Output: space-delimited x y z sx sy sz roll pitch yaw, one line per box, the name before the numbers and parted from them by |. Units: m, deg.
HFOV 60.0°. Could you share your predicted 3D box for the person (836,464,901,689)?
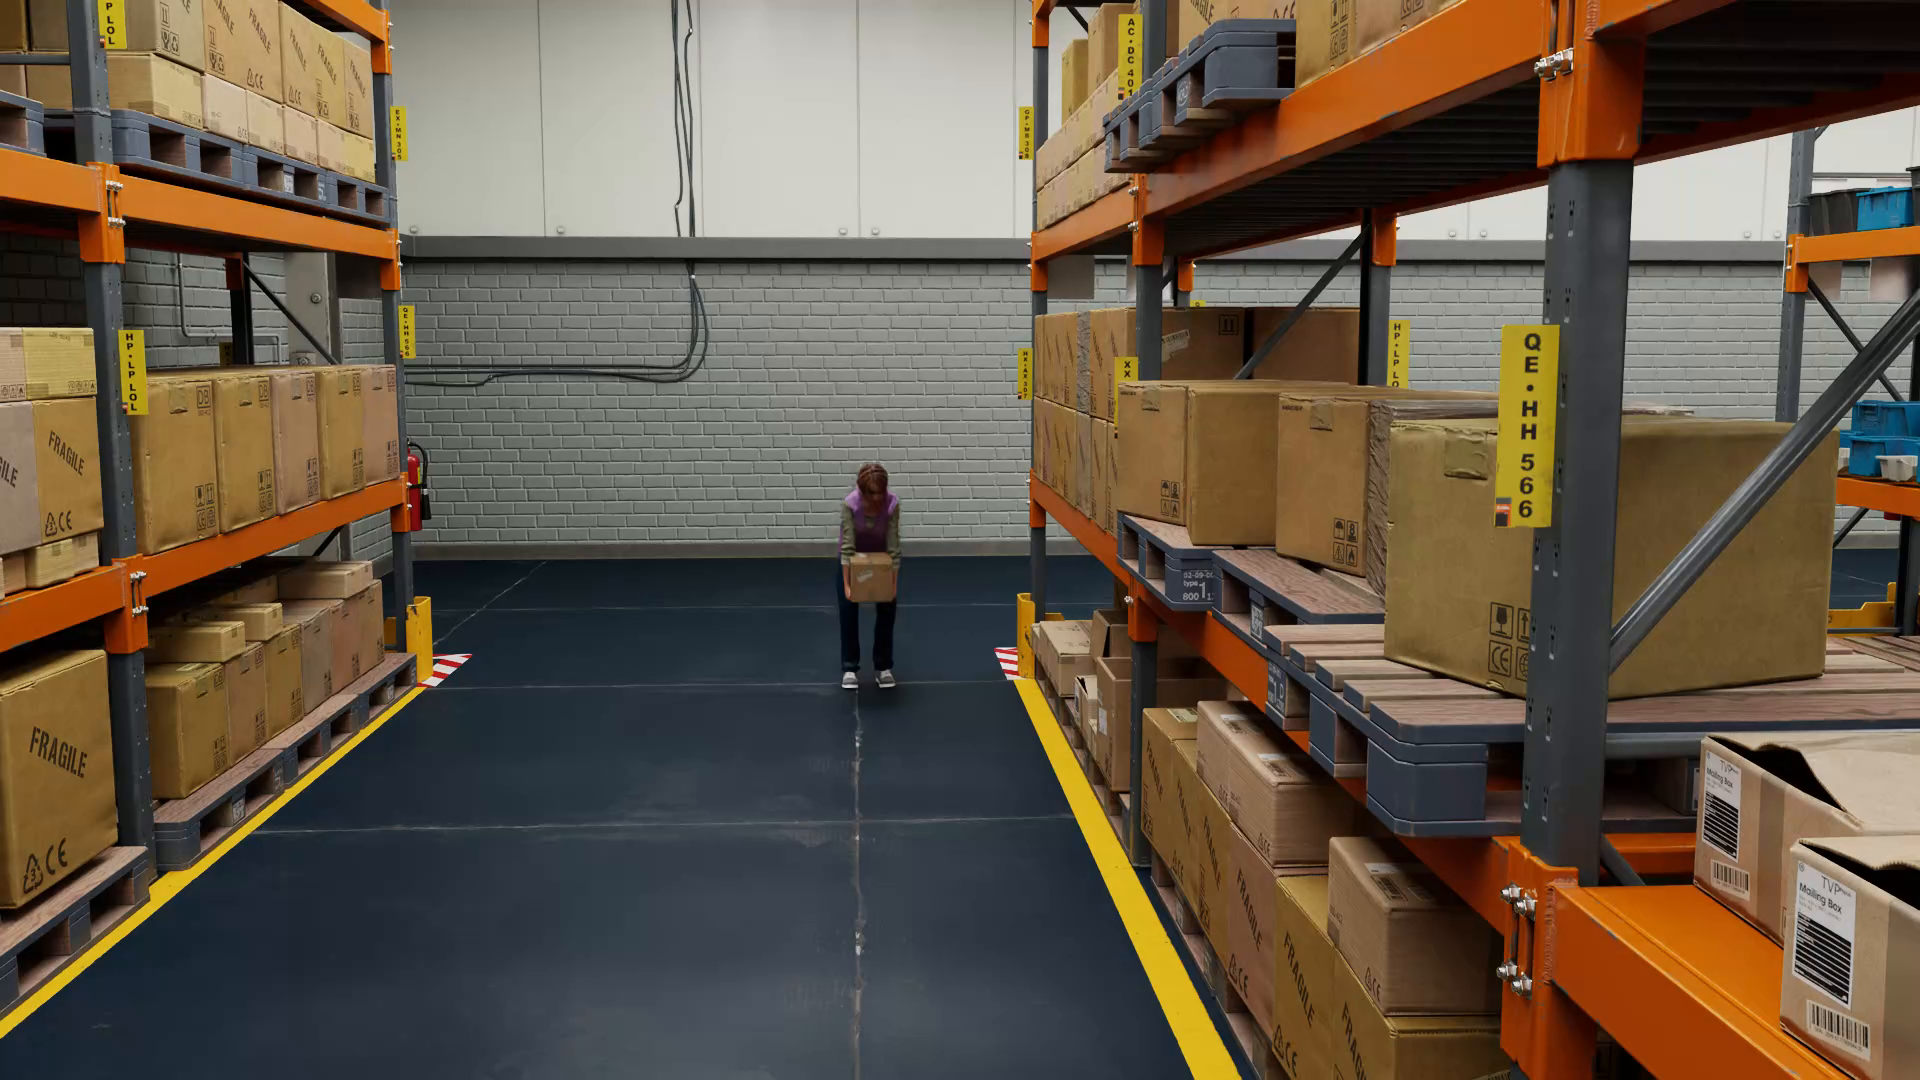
person | -0.560 0.234 10.198 0.375 1.409 0.690 -1 7 -9
